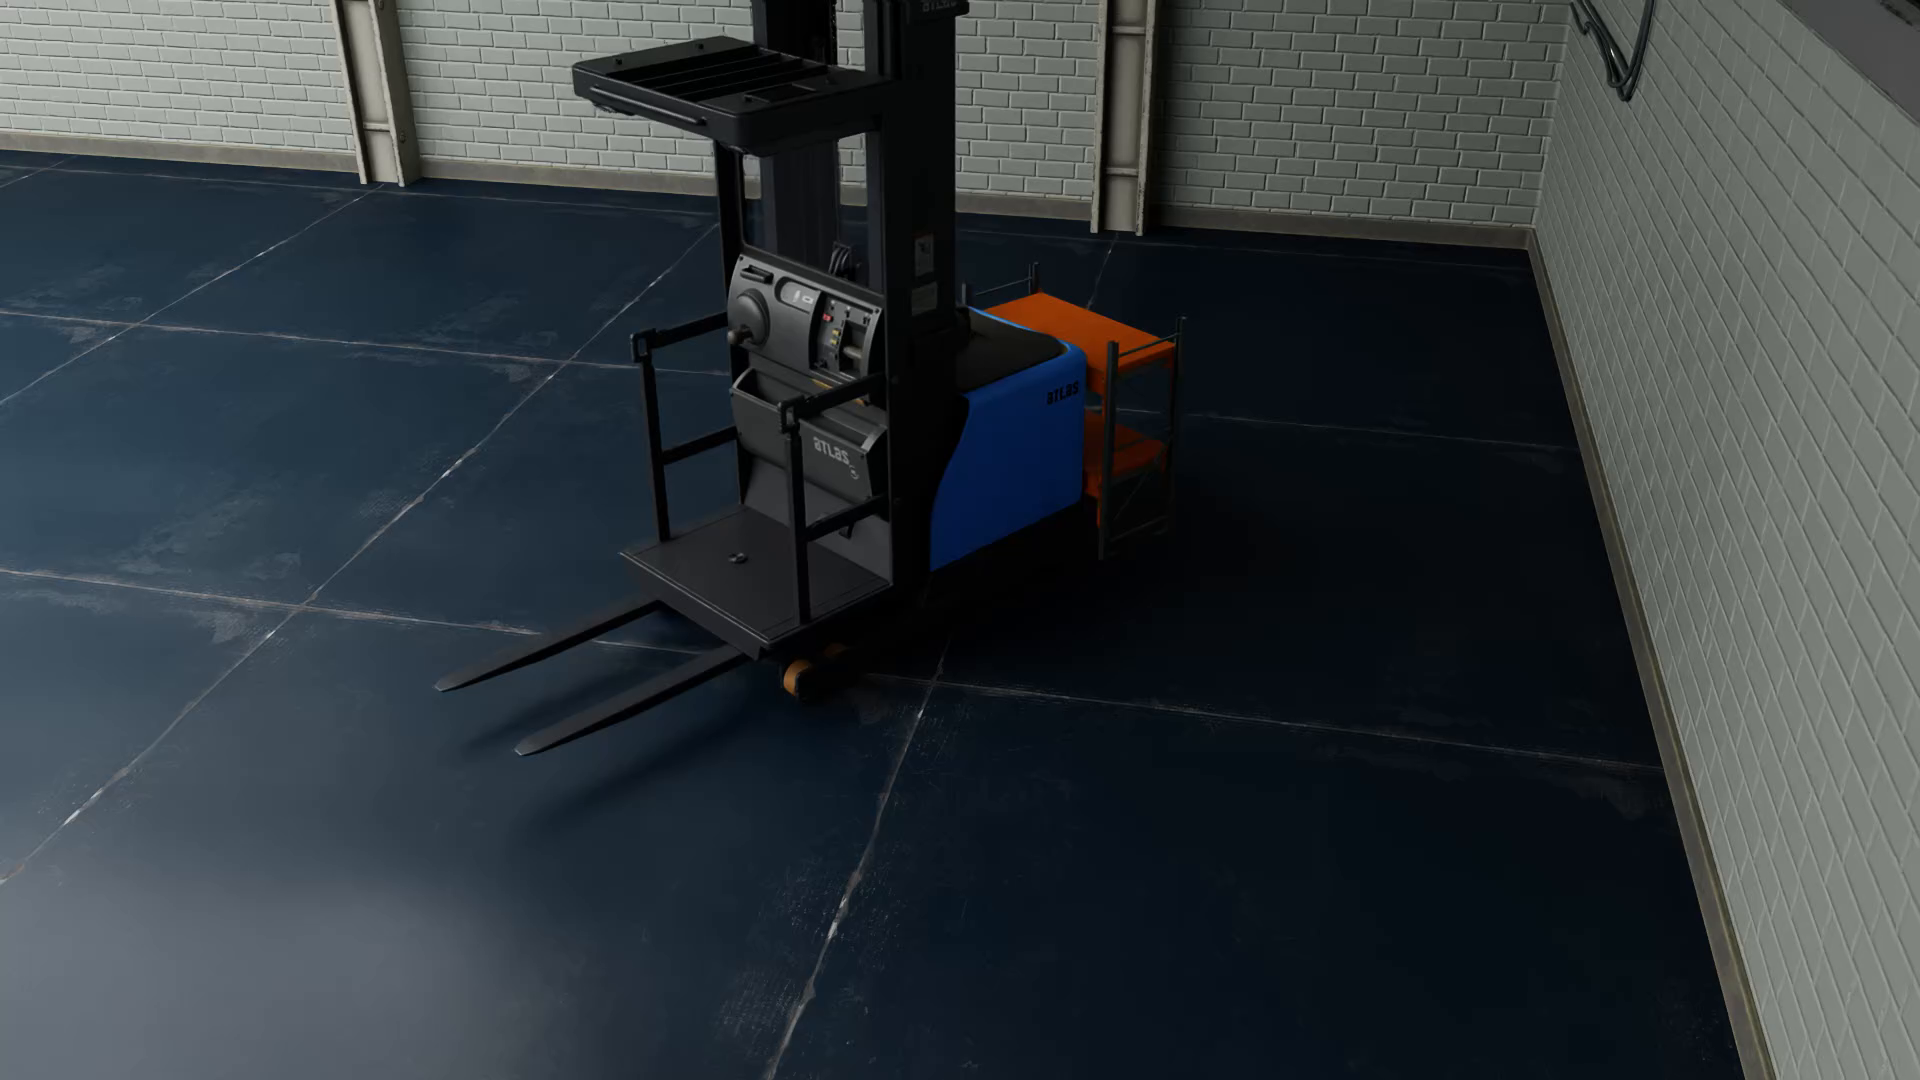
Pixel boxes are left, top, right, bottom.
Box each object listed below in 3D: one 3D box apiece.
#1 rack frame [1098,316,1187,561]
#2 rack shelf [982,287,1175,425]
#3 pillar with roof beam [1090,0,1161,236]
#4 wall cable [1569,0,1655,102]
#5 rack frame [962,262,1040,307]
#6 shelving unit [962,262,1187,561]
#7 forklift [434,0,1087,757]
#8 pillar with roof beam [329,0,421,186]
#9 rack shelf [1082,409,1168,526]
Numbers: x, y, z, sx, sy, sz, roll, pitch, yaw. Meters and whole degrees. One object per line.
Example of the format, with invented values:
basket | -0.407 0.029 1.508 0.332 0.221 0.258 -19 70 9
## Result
rack frame | 0.870 -0.477 7.949 0.500 1.125 0.032 -22 36 -35
rack shelf | 0.539 -0.919 8.148 0.538 0.278 1.000 -22 36 -35
pillar with roof beam | 0.305 -4.283 6.703 0.400 9.000 9.100 6 29 11
wall cable | 3.809 -4.027 9.468 0.112 2.526 3.097 6 29 11
rack frame | 0.208 -0.848 8.627 0.500 1.125 0.032 -22 36 -35
shelving unit | 0.539 -0.662 8.288 0.538 1.125 1.048 -22 36 -35
forklift | -0.808 -0.894 6.831 3.031 2.935 1.130 -25 37 -38
pillar with roof beam | -5.563 -4.885 7.802 0.400 9.000 9.100 6 29 11
rack shelf | 0.539 -0.448 8.405 0.538 0.278 1.000 -22 36 -35
